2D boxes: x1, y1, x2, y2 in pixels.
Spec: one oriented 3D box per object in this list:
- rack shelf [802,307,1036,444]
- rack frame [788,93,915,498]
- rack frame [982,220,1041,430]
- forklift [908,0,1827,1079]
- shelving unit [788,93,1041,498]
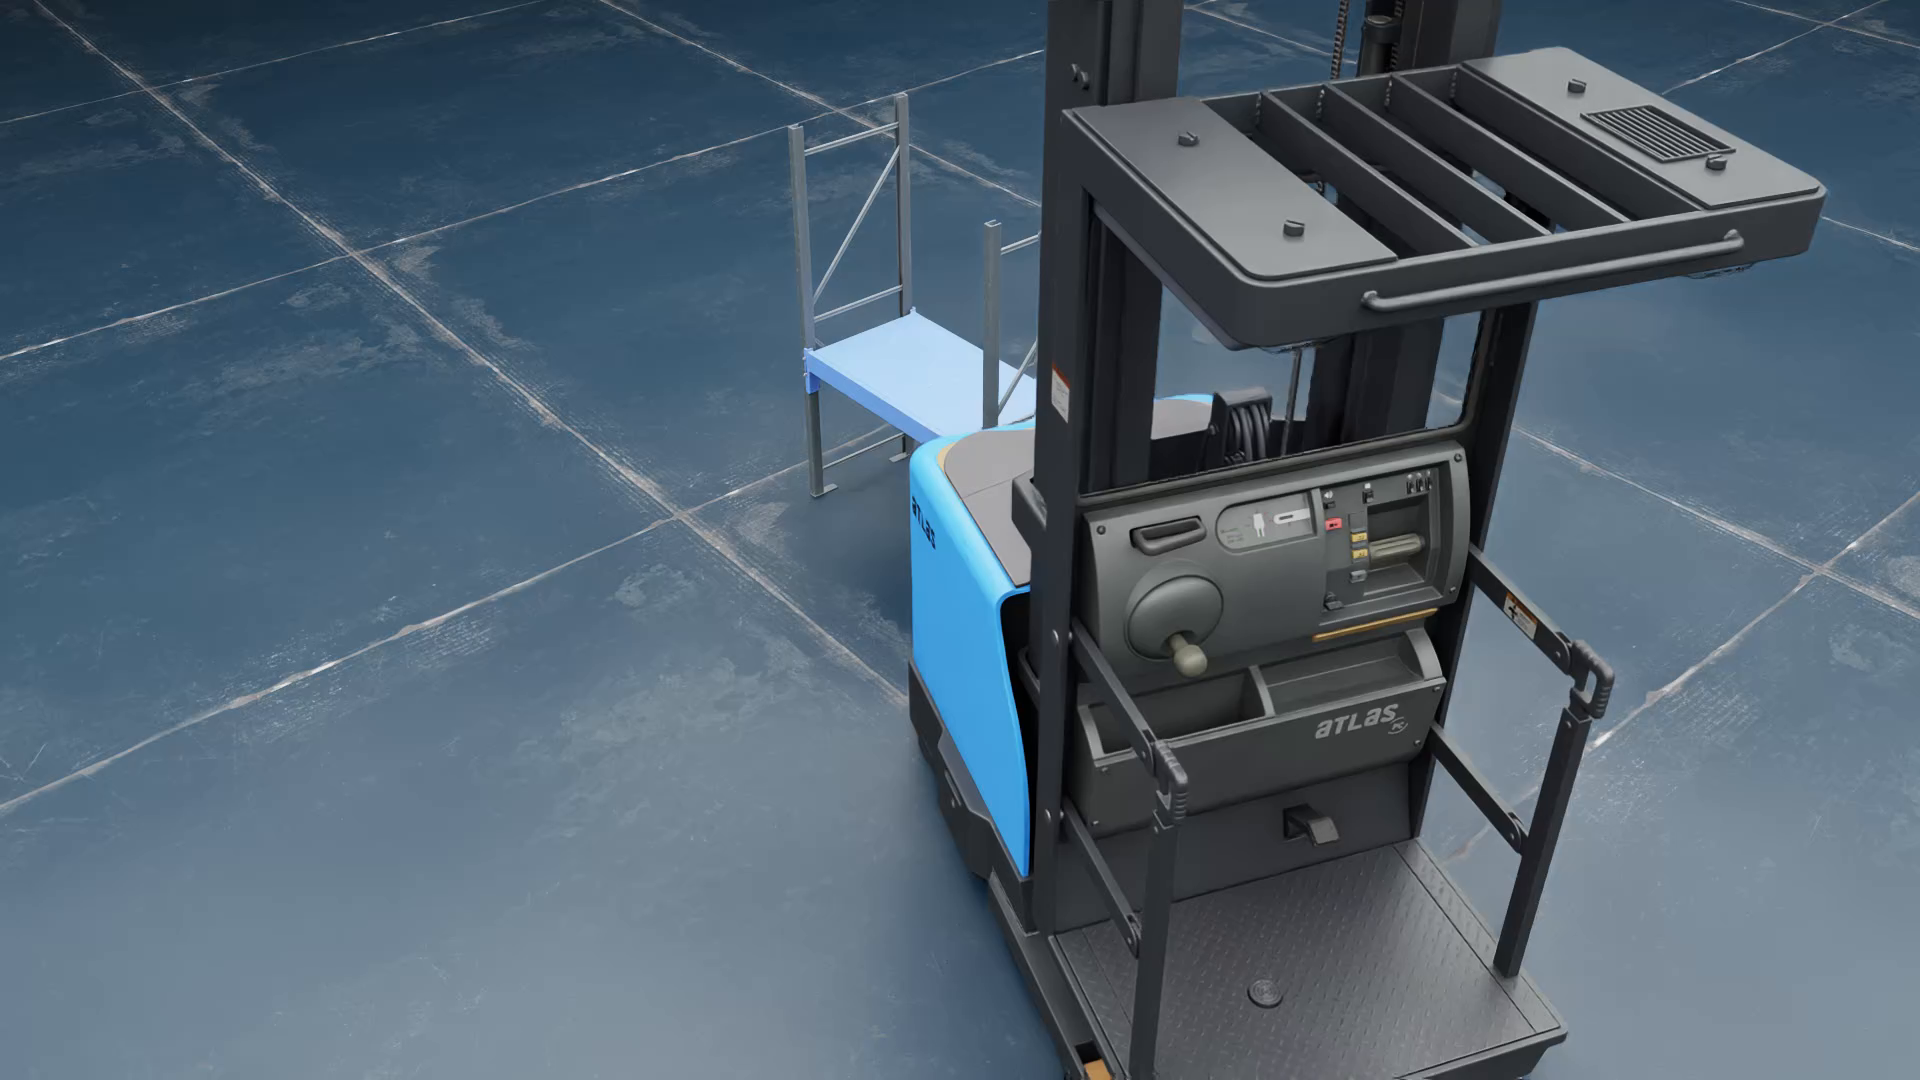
[{"bbox_3d":[-0.055,-0.503,5.974,0.538,0.185,1.000,-26,43,-32],"label":"rack shelf"},{"bbox_3d":[-0.383,-0.874,6.187,0.500,1.500,0.032,-26,43,-32],"label":"rack frame"},{"bbox_3d":[0.273,-0.425,5.553,0.500,1.500,0.032,-26,43,-32],"label":"rack frame"},{"bbox_3d":[0.798,0.110,3.558,1.130,2.935,3.031,-11,37,-15],"label":"forklift"},{"bbox_3d":[-0.055,-0.650,5.870,0.538,1.500,1.048,-26,43,-32],"label":"shelving unit"}]
